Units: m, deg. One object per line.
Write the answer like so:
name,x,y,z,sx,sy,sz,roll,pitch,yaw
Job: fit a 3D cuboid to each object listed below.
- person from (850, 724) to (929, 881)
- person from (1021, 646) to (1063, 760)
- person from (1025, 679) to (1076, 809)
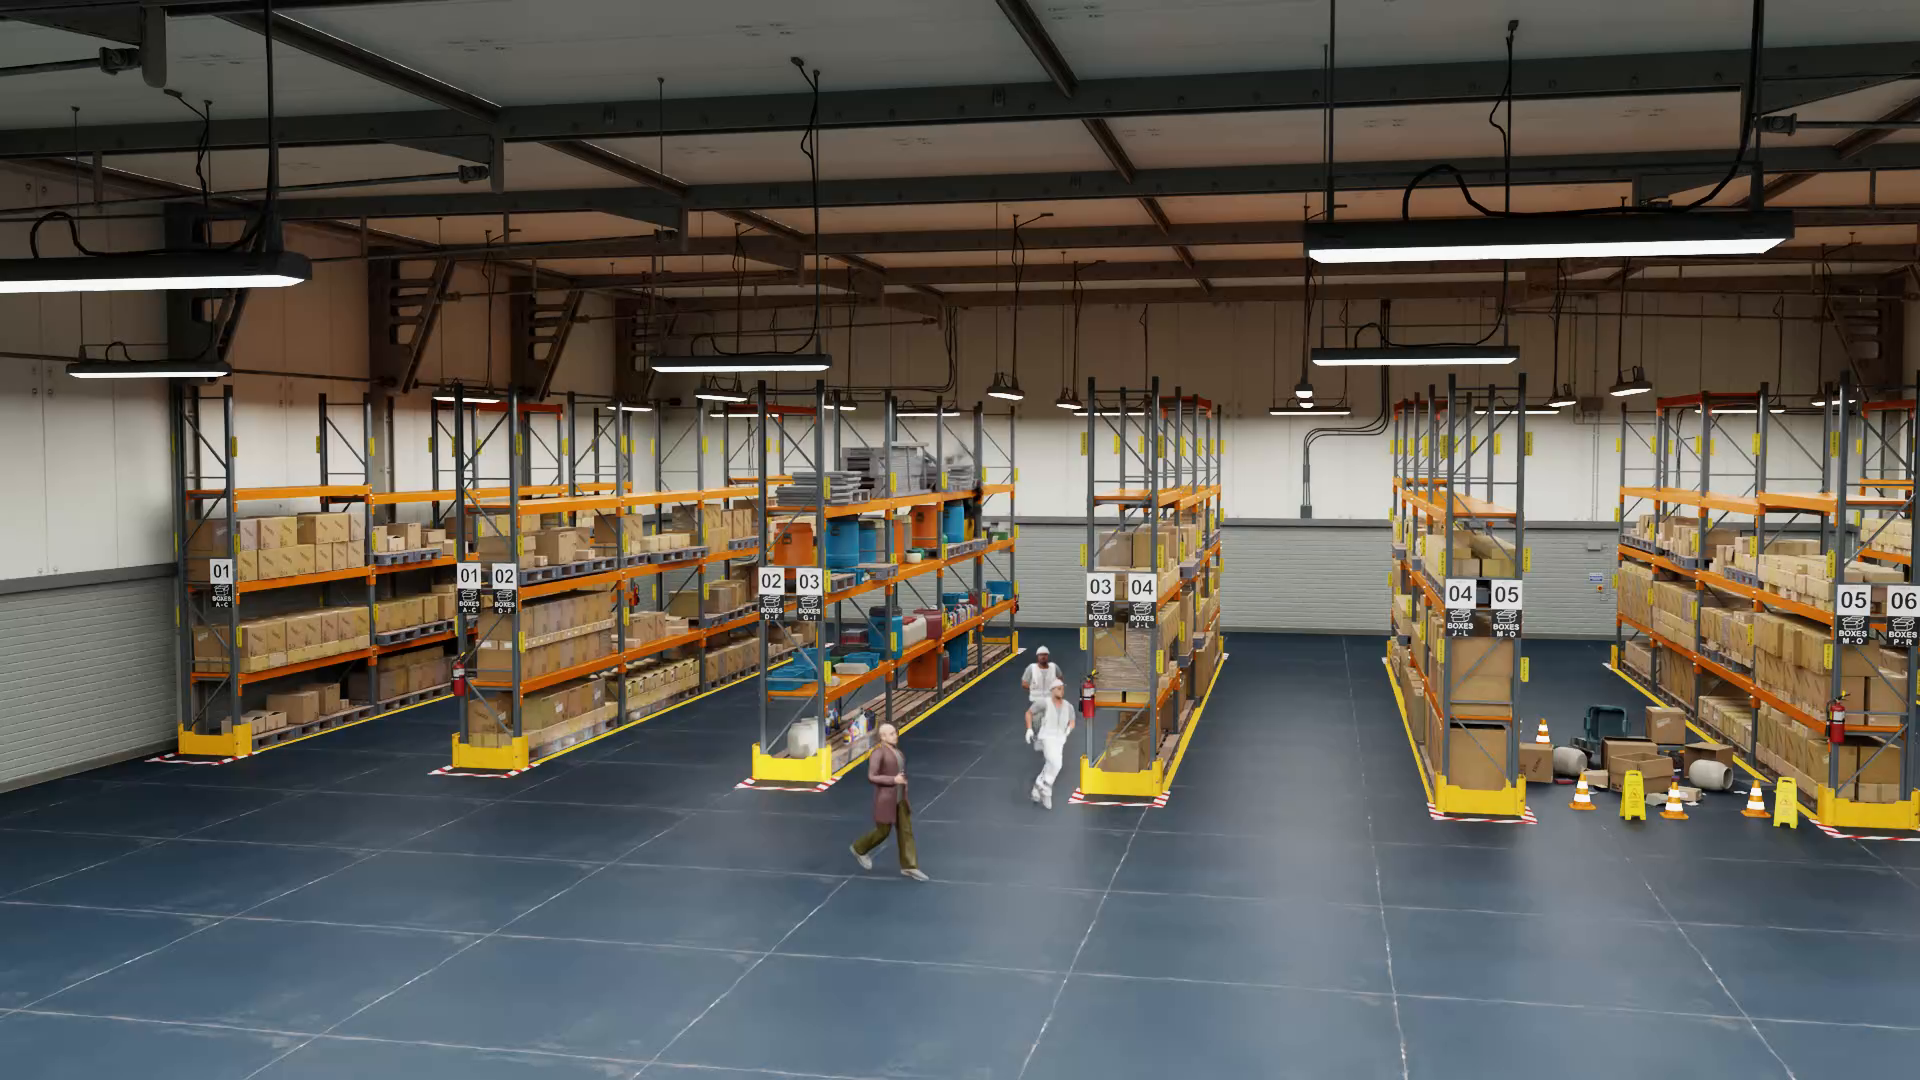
person,-0.827,3.015,19.245,1.049,1.781,0.710,2,4,35
person,1.323,2.583,26.570,0.690,1.762,0.952,0,3,-2
person,1.306,2.813,23.129,0.688,1.733,0.682,-2,4,-27
